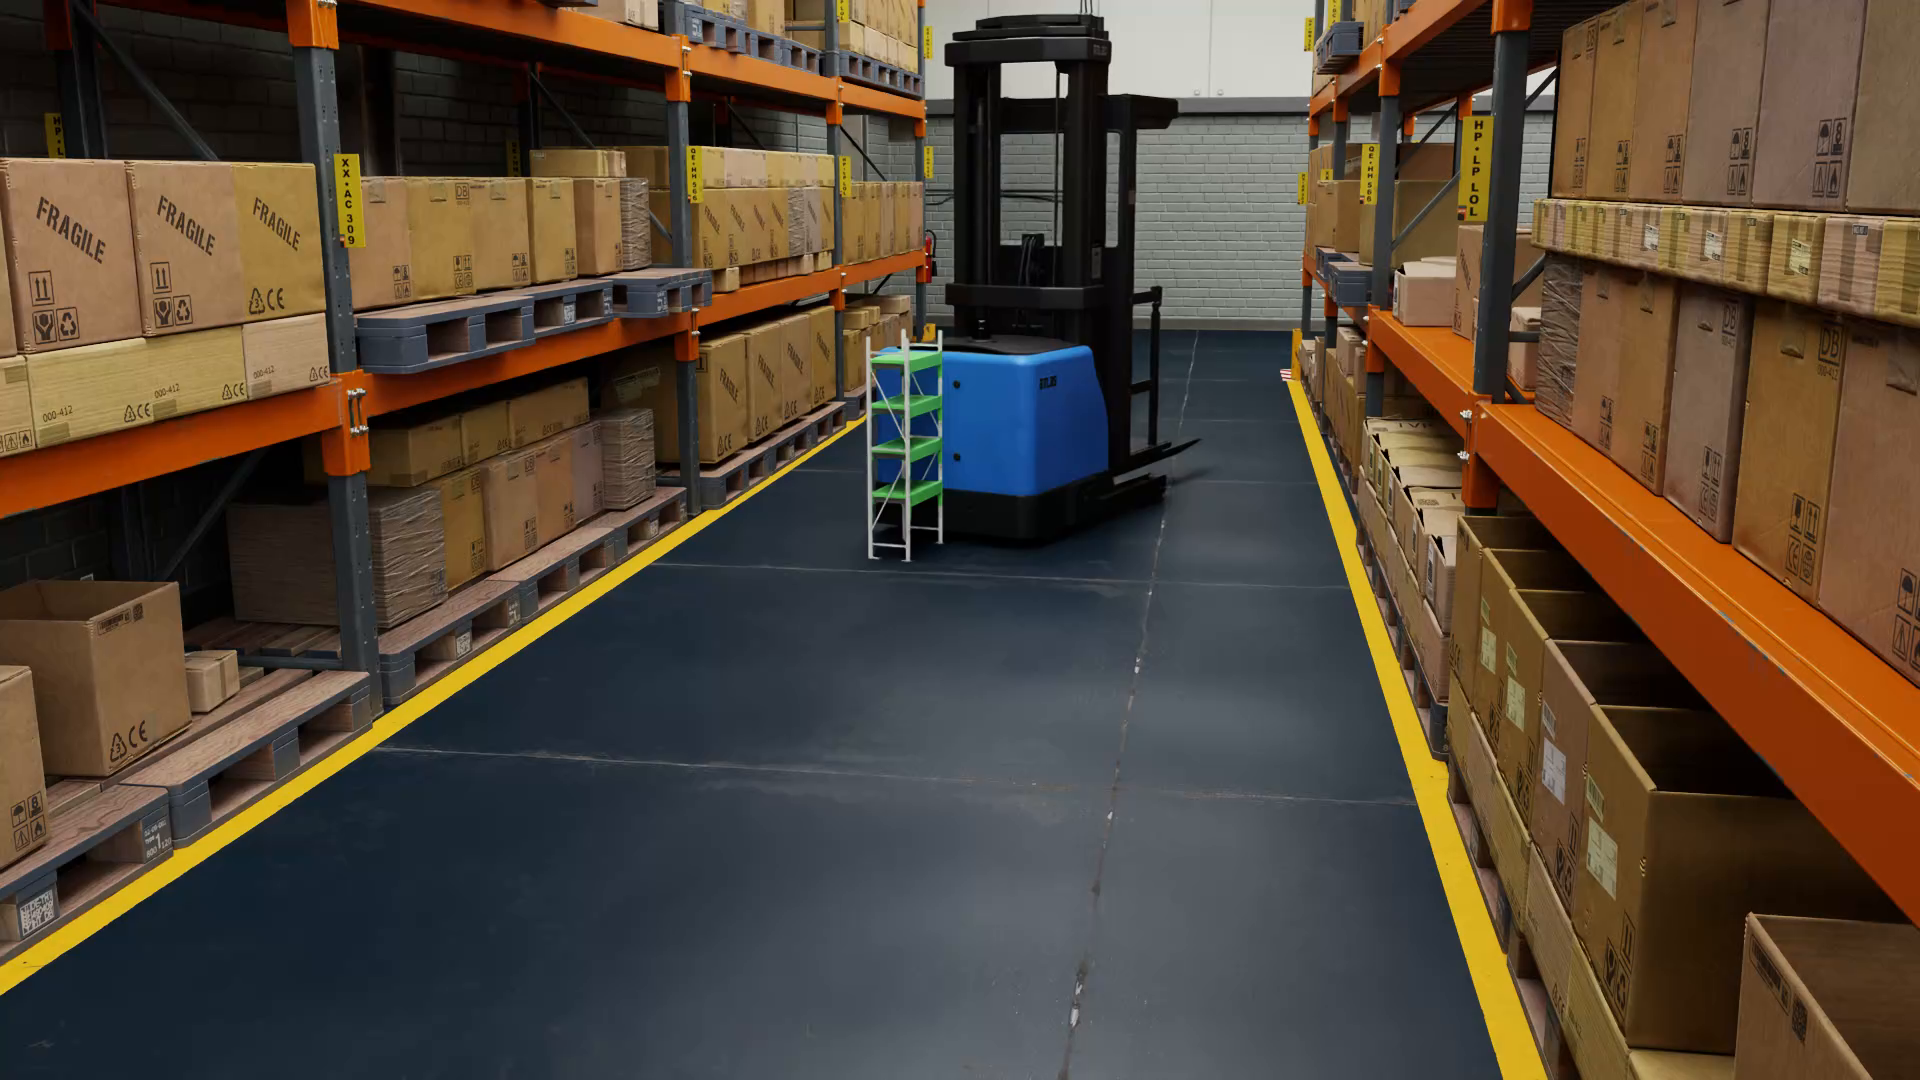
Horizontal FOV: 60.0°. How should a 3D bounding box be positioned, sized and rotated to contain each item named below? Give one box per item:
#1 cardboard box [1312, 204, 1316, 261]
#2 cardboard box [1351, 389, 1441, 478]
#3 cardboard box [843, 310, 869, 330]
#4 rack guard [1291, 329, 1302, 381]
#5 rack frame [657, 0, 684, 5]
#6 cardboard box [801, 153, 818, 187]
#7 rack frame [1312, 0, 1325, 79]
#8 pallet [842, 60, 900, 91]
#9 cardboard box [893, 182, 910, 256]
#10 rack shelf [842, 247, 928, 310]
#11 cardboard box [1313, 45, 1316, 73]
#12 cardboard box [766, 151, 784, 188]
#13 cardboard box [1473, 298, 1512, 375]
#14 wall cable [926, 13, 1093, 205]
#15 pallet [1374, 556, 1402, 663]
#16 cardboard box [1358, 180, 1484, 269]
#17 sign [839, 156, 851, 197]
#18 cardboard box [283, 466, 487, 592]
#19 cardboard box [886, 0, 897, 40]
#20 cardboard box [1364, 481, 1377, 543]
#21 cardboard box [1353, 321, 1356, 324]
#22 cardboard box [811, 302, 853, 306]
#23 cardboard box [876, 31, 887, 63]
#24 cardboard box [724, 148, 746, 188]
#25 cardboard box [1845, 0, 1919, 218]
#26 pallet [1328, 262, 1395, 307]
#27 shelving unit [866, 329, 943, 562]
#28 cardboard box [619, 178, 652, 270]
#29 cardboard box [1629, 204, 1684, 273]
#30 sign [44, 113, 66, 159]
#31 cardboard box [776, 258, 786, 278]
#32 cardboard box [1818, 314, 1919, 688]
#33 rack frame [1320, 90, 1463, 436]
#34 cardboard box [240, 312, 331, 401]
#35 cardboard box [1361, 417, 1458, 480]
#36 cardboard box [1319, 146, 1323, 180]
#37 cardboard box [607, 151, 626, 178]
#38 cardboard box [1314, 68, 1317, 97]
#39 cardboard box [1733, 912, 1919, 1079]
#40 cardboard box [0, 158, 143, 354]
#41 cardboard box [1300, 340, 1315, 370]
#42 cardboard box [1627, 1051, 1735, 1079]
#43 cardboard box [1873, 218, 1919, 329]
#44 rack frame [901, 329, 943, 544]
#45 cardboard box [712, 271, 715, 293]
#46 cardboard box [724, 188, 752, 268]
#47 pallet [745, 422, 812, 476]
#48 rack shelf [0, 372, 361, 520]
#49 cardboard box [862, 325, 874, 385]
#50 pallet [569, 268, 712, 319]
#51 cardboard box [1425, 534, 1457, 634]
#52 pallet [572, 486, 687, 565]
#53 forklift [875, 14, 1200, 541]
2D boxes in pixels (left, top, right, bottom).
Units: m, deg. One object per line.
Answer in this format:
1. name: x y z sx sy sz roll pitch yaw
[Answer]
1. cardboard box: 3.467 -2.786 15.065 0.500 0.500 0.500 2 12 9
2. cardboard box: 2.710 -0.667 10.359 0.500 0.500 0.500 2 12 11
3. cardboard box: -1.032 -1.982 14.969 0.380 0.149 0.250 2 12 11
4. rack guard: 4.017 -1.899 17.121 1.175 0.500 0.348 2 12 9
5. rack frame: -2.097 -4.564 9.312 1.000 3.000 0.127 2 12 9
6. cardboard box: -1.389 -2.823 12.703 0.500 0.250 0.500 2 12 10
7. rack frame: 4.029 -6.070 16.299 1.000 3.000 0.127 2 12 9
8. pallet: -1.155 -4.310 15.465 1.003 0.211 1.213 2 12 9
9. cardboard box: -1.036 -3.185 16.442 0.980 0.700 0.700 2 12 8
10. rack shelf: -1.174 -2.529 15.816 1.077 0.370 4.000 2 12 9
11. cardboard box: 3.693 -4.676 16.121 0.500 0.250 0.500 2 12 9
12. cardboard box: -1.545 -2.611 11.718 0.500 0.250 0.500 2 12 7
13. cardboard box: 2.137 -0.763 6.231 0.396 0.266 0.258 2 12 7
14. wall cable: 0.357 -5.877 22.776 3.097 2.526 0.112 2 12 9
15. pallet: 2.443 0.315 7.533 1.003 0.211 1.213 2 12 9
16. cardboard box: 2.784 -1.861 9.774 0.700 0.500 0.500 -2 12 -10
17. sign: -0.944 -2.976 13.622 0.100 0.325 0.005 2 12 9
18. cardboard box: -2.585 -0.055 7.518 0.700 0.500 0.500 2 12 8
19. cardboard box: -0.869 -4.937 15.503 0.500 0.500 0.500 1 12 6
20. cardboard box: 2.351 -0.129 8.501 0.500 0.250 0.500 2 12 7
21. cardboard box: 4.189 -2.009 16.585 0.500 0.500 0.500 2 12 9
22. cardboard box: -1.247 -2.217 16.057 0.380 0.149 0.250 2 12 9
23. cardboard box: -0.951 -4.459 15.068 0.500 0.250 0.500 2 12 7
24. cardboard box: -1.690 -2.400 10.740 0.500 0.250 0.500 2 12 8
25. cardboard box: 1.736 -0.707 2.338 0.700 0.500 0.500 2 12 7
26. pallet: 2.833 -1.521 9.889 1.213 0.211 1.003 2 12 9
27. shelving unit: -0.297 -0.525 9.080 0.258 1.200 0.503 4 13 20
28. cardboard box: -2.159 -1.797 9.432 0.700 0.500 0.500 0 12 2
29. cardboard box: 1.756 -0.687 3.785 0.380 0.149 0.250 2 12 7
30. sign: -3.261 -1.382 6.039 0.100 0.325 0.005 2 12 9
31. cardboard box: -1.493 -2.009 12.243 0.380 0.149 0.250 2 12 7
32. cardboard box: 1.729 -0.062 2.422 0.700 0.500 0.500 2 12 10
33. rack frame: 3.414 -2.305 13.067 1.000 3.000 0.127 2 12 9
34. cardboard box: -2.485 -0.627 5.591 0.500 0.250 0.500 2 12 9
35. cardboard box: 2.428 -0.508 8.928 0.500 0.311 0.500 2 12 11
36. cardboard box: 3.389 -3.168 14.460 0.500 0.500 0.500 2 12 9
37. cardboard box: -2.120 -2.140 9.481 0.380 0.149 0.250 0 12 1
38. cardboard box: 3.609 -4.328 15.691 0.500 0.250 0.500 2 12 9
39. cardboard box: 1.357 0.844 2.205 0.500 0.500 0.500 2 12 9
40. cardboard box: -2.638 -0.785 4.544 0.500 0.500 0.500 2 12 7
41. cardboard box: 3.588 -1.800 16.208 0.500 0.250 0.500 2 12 9
42. cardboard box: 1.424 1.107 2.768 0.500 0.250 0.500 2 12 9
43. cardboard box: 1.517 -0.366 2.295 0.380 0.149 0.250 2 12 8
44. rack frame: -0.212 -0.573 9.304 0.240 1.200 0.015 4 13 20
45. cardboard box: -1.770 -1.632 10.494 0.380 0.149 0.250 2 12 9
46. cardboard box: -1.679 -2.037 10.836 0.500 0.500 0.500 2 12 11
47. pallet: -1.711 -0.683 12.163 1.003 0.211 1.213 2 12 9
48. rack shelf: -3.020 -0.031 4.225 1.077 0.370 4.000 2 12 9
49. cardboard box: -1.185 -1.704 15.219 0.700 0.500 0.500 2 12 8
50. pallet: -2.101 -1.386 9.260 1.213 0.211 1.003 2 12 9
51. cardboard box: 1.962 0.132 5.960 0.500 0.311 0.500 2 12 9
52. pallet: -2.218 -0.106 9.484 1.003 0.211 1.213 2 12 9
53. forklift: 0.668 -1.691 10.384 1.130 2.935 3.031 7 14 29
